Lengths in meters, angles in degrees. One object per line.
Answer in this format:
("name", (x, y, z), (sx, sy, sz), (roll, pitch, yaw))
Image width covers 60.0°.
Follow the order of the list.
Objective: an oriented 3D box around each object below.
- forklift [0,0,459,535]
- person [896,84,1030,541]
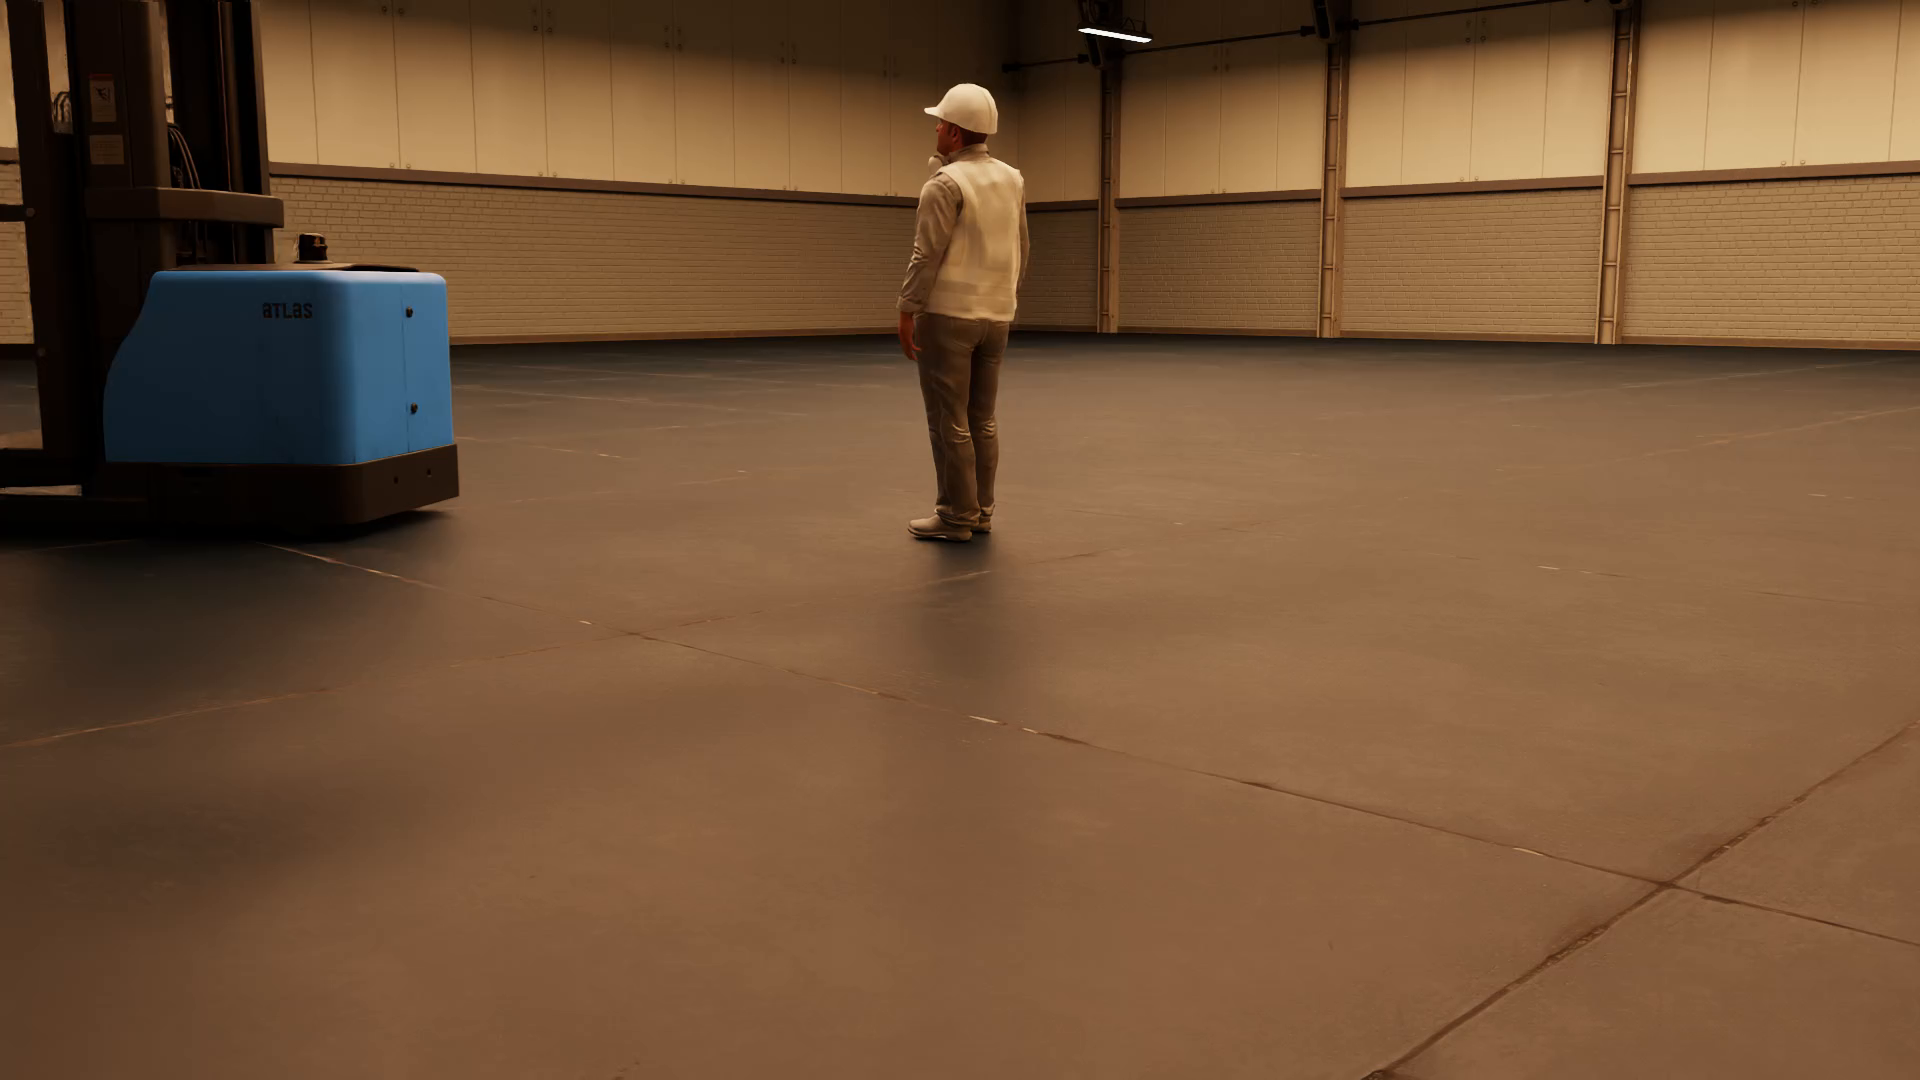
("forklift", (-3.836, -1.544, 7.127), (3.031, 2.935, 1.130), (1, 9, 8))
("person", (-0.040, -0.891, 6.633), (0.566, 1.775, 0.633), (8, 12, 43))
